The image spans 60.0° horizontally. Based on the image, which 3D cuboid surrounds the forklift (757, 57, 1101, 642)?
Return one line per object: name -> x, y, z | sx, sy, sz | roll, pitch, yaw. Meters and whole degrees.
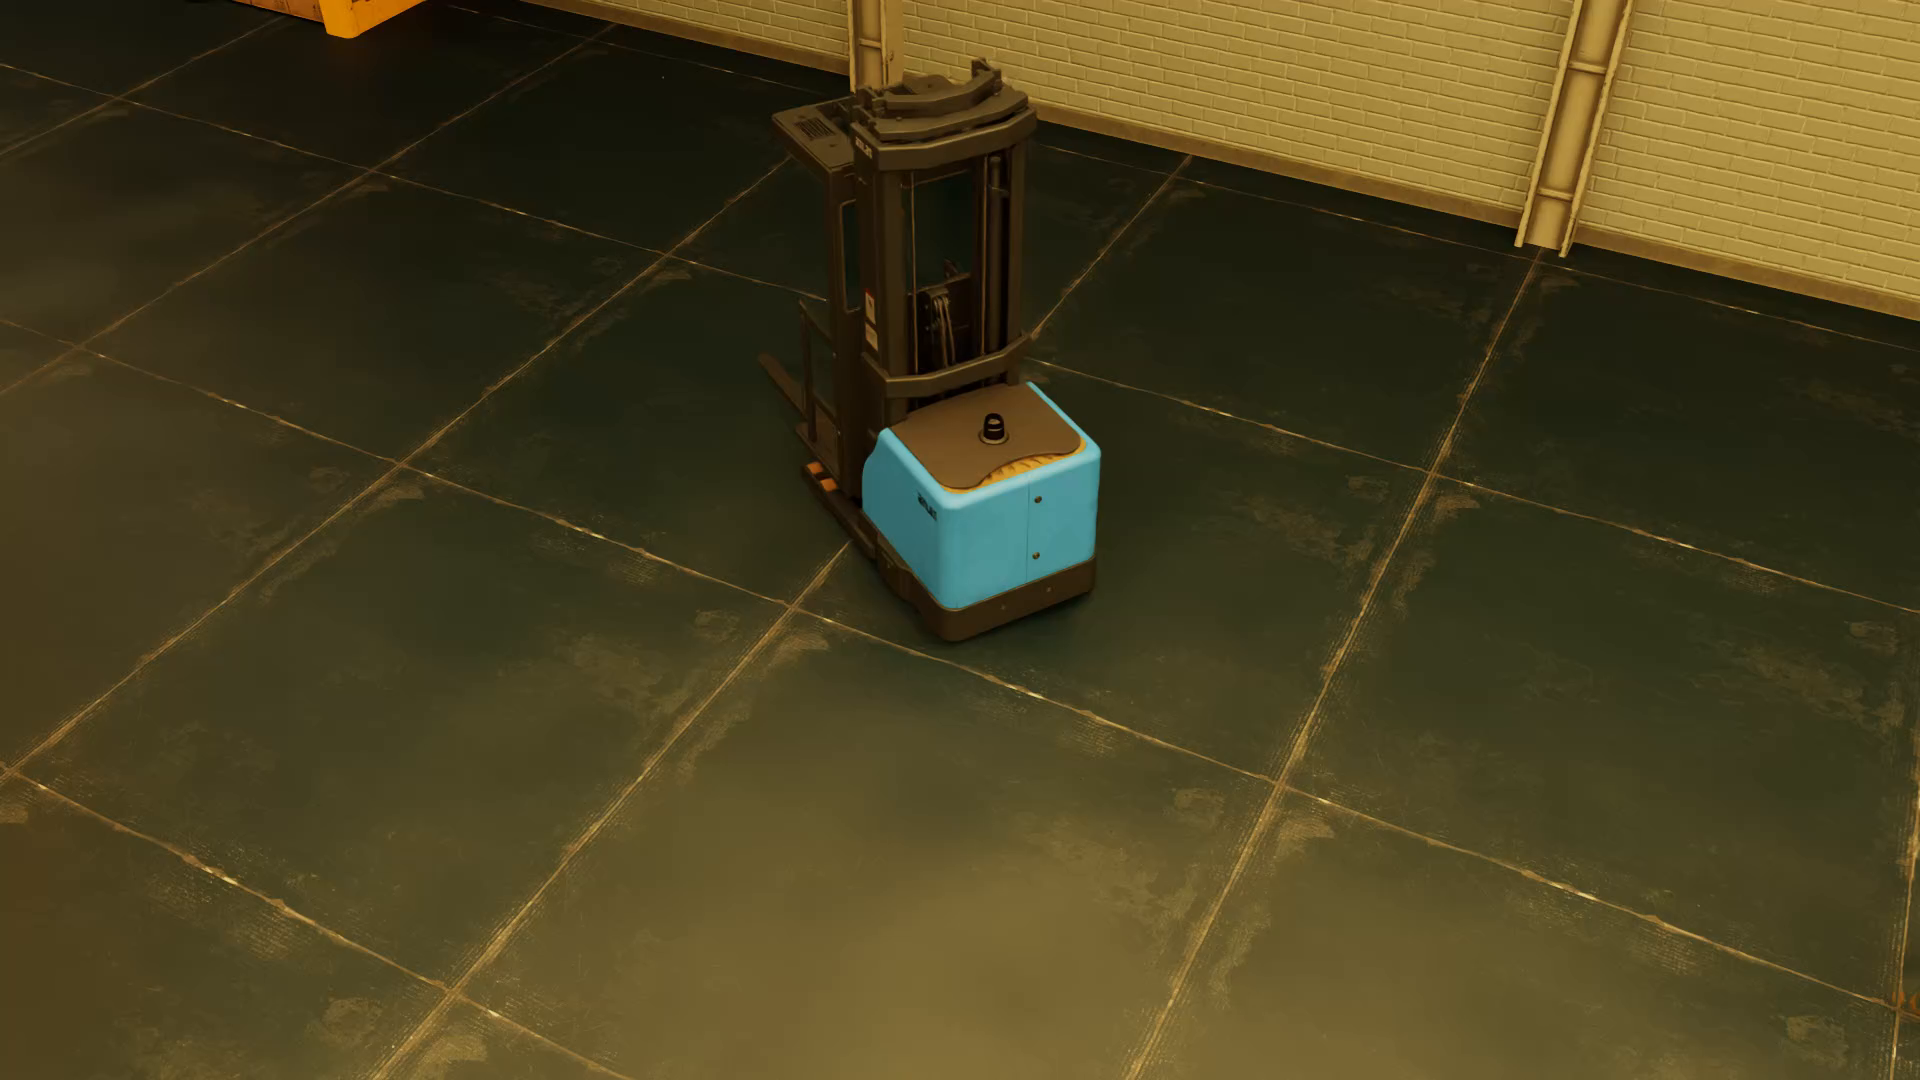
forklift -> -0.363, -1.478, 9.741 | 1.130, 2.935, 3.031 | -20, 44, -22
